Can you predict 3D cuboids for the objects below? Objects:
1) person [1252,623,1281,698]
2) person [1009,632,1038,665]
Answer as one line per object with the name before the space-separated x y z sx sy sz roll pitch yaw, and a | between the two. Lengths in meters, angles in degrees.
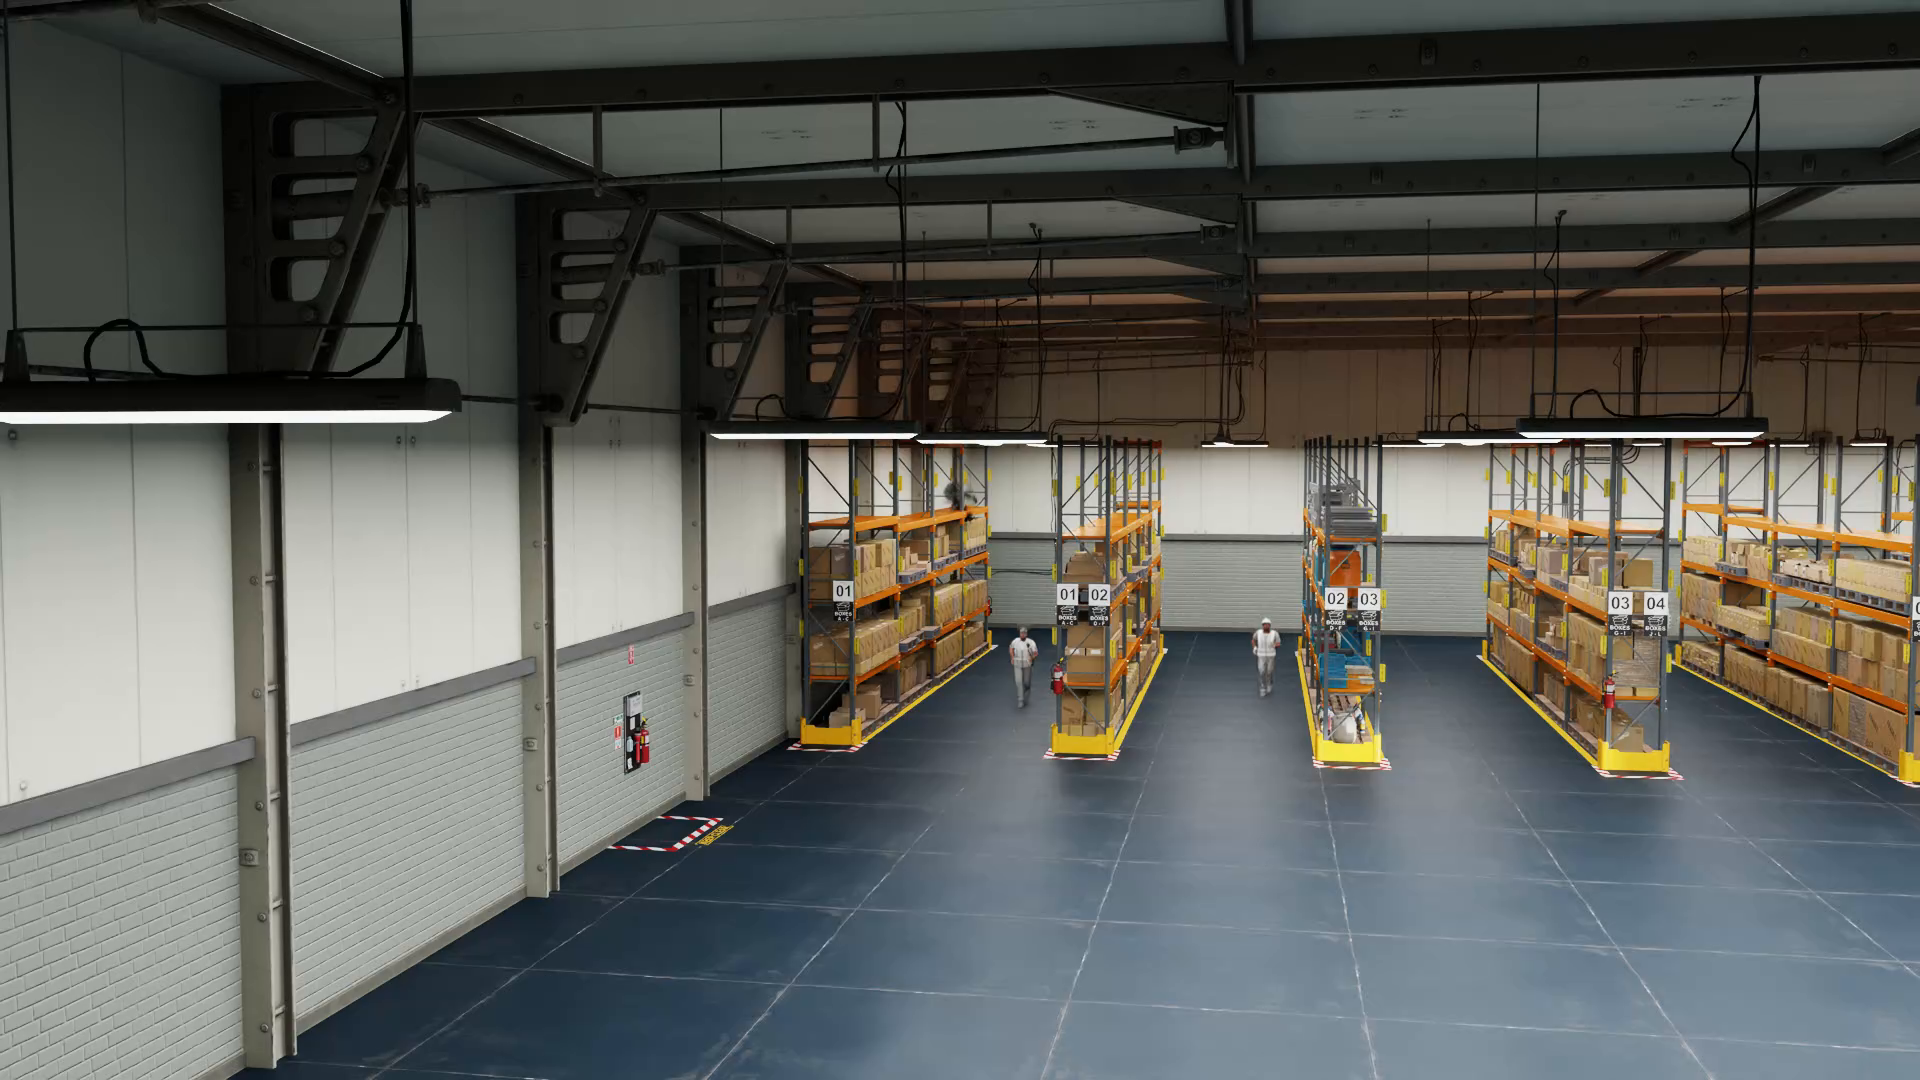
person | 7.132 2.742 38.704 0.672 1.769 0.848 1 3 12
person | 1.409 2.402 37.335 0.657 0.814 0.584 0 3 6
